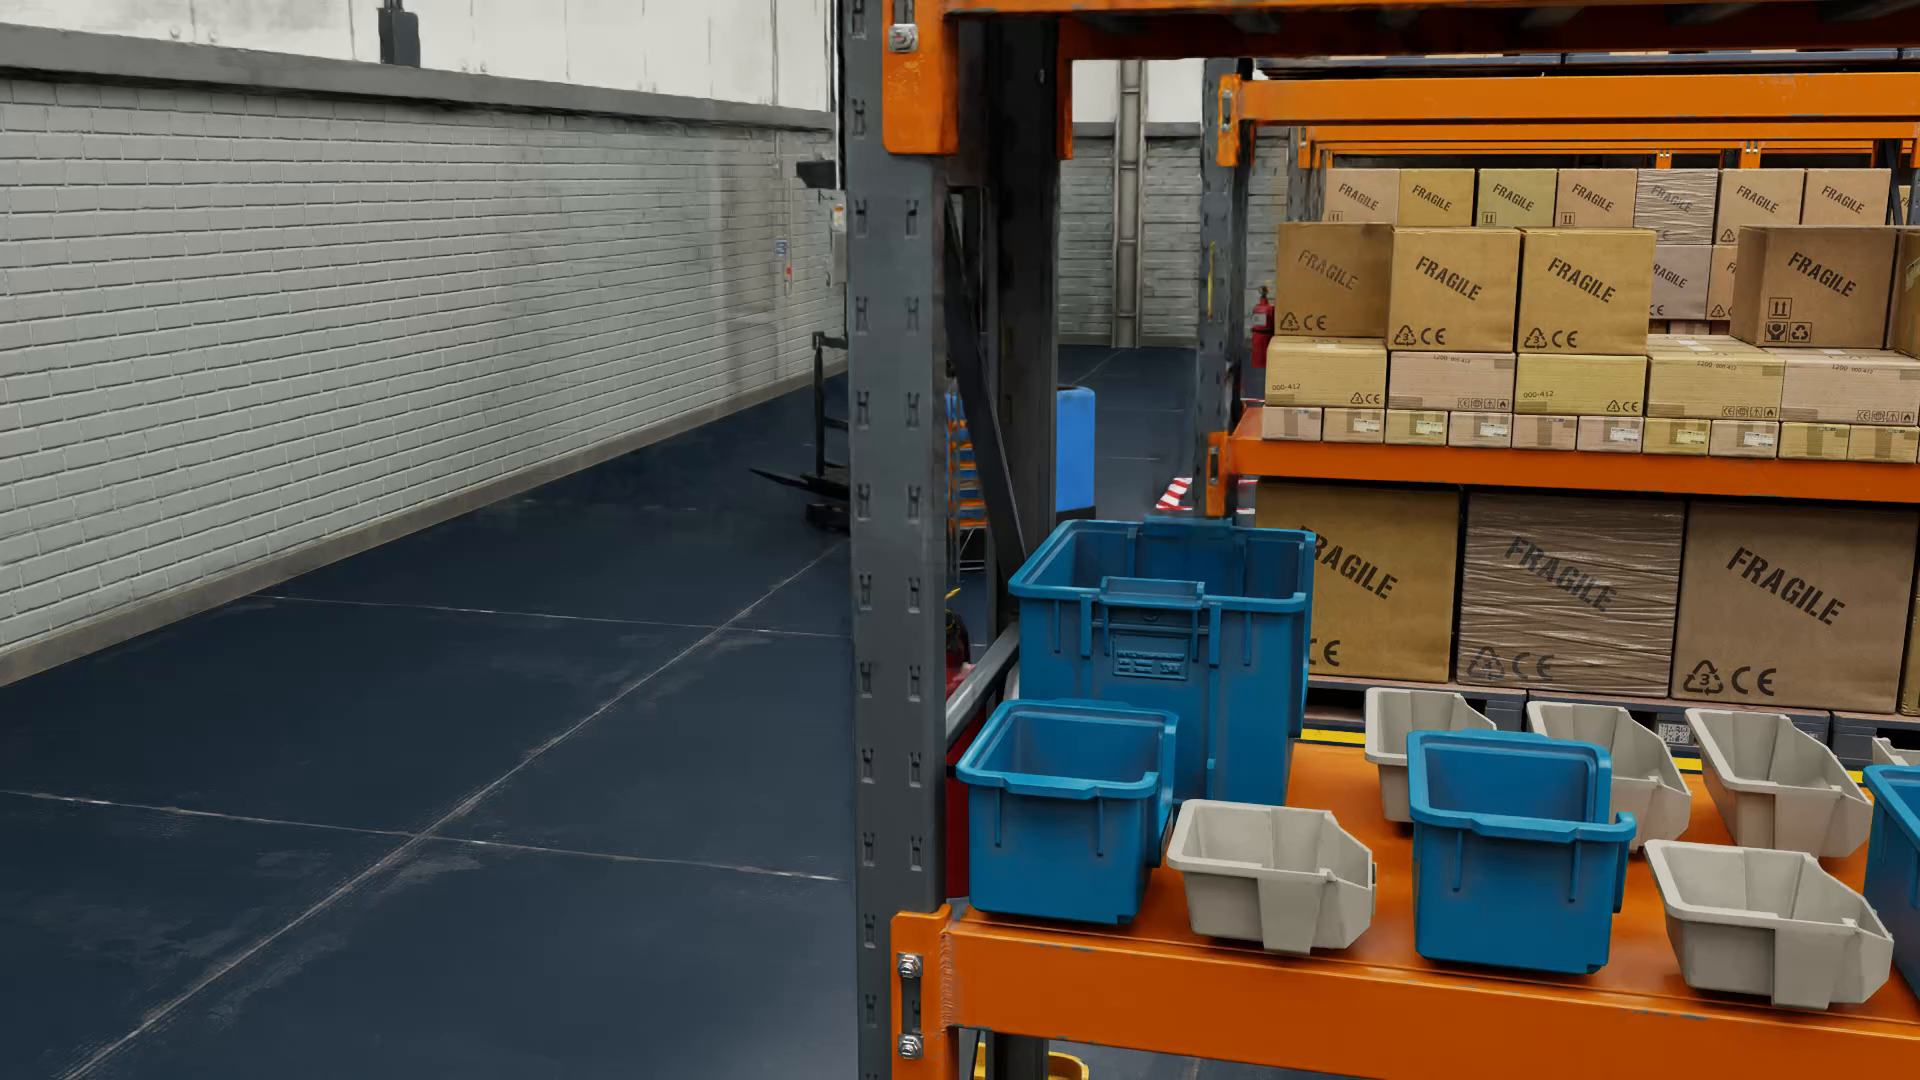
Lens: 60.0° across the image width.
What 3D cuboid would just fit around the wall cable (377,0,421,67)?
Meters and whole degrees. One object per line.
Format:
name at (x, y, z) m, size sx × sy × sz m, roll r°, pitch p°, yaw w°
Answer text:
wall cable at (-3.461, -6.267, 11.276) m, size 0.120 × 5.999 × 2.277 m, roll 3°, pitch 13°, yaw 14°

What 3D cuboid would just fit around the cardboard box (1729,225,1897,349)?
cardboard box at (3.700, -1.111, 7.246) m, size 0.500 × 0.500 × 0.500 m, roll 3°, pitch 13°, yaw 12°

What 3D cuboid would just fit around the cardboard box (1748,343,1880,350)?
cardboard box at (3.707, -0.746, 7.328) m, size 0.500 × 0.250 × 0.500 m, roll 3°, pitch 13°, yaw 15°

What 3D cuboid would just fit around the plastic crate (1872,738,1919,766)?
plastic crate at (1.698, 0.435, 2.818) m, size 0.250 × 0.136 × 0.298 m, roll 3°, pitch 13°, yaw 14°

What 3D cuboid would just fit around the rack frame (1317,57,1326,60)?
rack frame at (3.578, -5.762, 16.428) m, size 0.127 × 3.000 × 1.000 m, roll 3°, pitch 13°, yaw 14°

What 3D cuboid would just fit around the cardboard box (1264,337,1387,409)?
cardboard box at (1.605, -0.739, 7.301) m, size 0.500 × 0.250 × 0.500 m, roll 3°, pitch 13°, yaw 12°

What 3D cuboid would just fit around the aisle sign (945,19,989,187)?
aisle sign at (0.017, -1.042, 3.003) m, size 0.004 × 0.787 × 0.394 m, roll 3°, pitch 13°, yaw 14°

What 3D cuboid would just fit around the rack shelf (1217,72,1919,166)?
rack shelf at (3.145, -1.758, 6.970) m, size 4.000 × 0.370 × 1.077 m, roll 3°, pitch 13°, yaw 14°

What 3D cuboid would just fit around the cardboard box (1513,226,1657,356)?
cardboard box at (2.594, -1.054, 6.987) m, size 0.500 × 0.500 × 0.500 m, roll 3°, pitch 13°, yaw 12°

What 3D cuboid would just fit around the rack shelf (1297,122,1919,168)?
rack shelf at (4.431, -2.796, 11.647) m, size 4.000 × 0.370 × 1.077 m, roll 3°, pitch 13°, yaw 14°

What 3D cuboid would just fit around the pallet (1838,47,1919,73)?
pallet at (4.295, -2.007, 6.635) m, size 1.213 × 0.211 × 1.003 m, roll 3°, pitch 13°, yaw 14°

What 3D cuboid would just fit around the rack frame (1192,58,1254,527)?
rack frame at (1.203, -0.749, 7.685) m, size 0.127 × 3.000 × 1.000 m, roll 3°, pitch 13°, yaw 14°

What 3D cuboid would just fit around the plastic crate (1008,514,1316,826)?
plastic crate at (0.386, 0.224, 3.079) m, size 0.499 × 0.435 × 0.616 m, roll 3°, pitch 13°, yaw 14°

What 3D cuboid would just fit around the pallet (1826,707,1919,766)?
pallet at (4.367, 0.764, 7.303) m, size 1.213 × 0.211 × 1.003 m, roll 3°, pitch 13°, yaw 14°

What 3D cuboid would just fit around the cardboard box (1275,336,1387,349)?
cardboard box at (1.737, -0.852, 7.807) m, size 0.500 × 0.250 × 0.500 m, roll 3°, pitch 13°, yaw 13°

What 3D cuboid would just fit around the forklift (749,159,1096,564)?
forklift at (-0.416, -1.545, 11.431) m, size 1.130 × 2.935 × 3.031 m, roll -10°, pitch 16°, yaw -37°

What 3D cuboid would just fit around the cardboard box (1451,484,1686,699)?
cardboard box at (2.727, 0.147, 7.583) m, size 0.875 × 0.875 × 0.875 m, roll 3°, pitch 13°, yaw 14°

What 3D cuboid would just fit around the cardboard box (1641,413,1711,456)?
cardboard box at (2.962, -0.459, 6.958) m, size 0.250 × 0.149 × 0.380 m, roll 3°, pitch 13°, yaw 12°

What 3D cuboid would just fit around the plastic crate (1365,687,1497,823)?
plastic crate at (0.852, 0.396, 2.993) m, size 0.243 × 0.136 × 0.396 m, roll 3°, pitch 13°, yaw 14°

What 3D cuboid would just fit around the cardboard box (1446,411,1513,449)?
cardboard box at (2.220, -0.499, 7.138) m, size 0.250 × 0.149 × 0.380 m, roll 3°, pitch 13°, yaw 13°

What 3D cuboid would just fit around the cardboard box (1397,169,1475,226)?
cardboard box at (3.353, -2.365, 11.742) m, size 0.500 × 0.500 × 0.500 m, roll 3°, pitch 13°, yaw 15°

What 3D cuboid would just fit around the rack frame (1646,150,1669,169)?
rack frame at (8.647, -3.669, 20.848) m, size 0.127 × 3.000 × 1.000 m, roll 3°, pitch 13°, yaw 14°

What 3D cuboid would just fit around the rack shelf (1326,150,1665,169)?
rack shelf at (6.705, -4.886, 21.068) m, size 4.000 × 0.370 × 1.077 m, roll 3°, pitch 13°, yaw 14°

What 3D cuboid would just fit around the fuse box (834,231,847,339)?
fuse box at (-1.258, -2.926, 20.471) m, size 0.414 × 1.711 × 0.539 m, roll 3°, pitch 13°, yaw 14°

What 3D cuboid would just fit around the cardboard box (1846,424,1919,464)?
cardboard box at (3.713, -0.419, 6.777) m, size 0.250 × 0.149 × 0.380 m, roll 3°, pitch 13°, yaw 15°

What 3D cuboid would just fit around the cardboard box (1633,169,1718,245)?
cardboard box at (4.855, -2.284, 11.378) m, size 0.500 × 0.500 × 0.500 m, roll 3°, pitch 13°, yaw 15°

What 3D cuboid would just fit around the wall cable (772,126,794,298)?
wall cable at (-1.902, -3.632, 18.261) m, size 0.123 × 1.953 × 0.585 m, roll 3°, pitch 13°, yaw 14°

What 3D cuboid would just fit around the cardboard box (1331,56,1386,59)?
cardboard box at (2.863, -3.344, 11.648) m, size 0.500 × 0.250 × 0.500 m, roll 3°, pitch 13°, yaw 14°

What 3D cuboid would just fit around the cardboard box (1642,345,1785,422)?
cardboard box at (3.106, -0.661, 6.947) m, size 0.500 × 0.250 × 0.500 m, roll 3°, pitch 13°, yaw 12°

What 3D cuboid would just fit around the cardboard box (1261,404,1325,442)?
cardboard box at (1.469, -0.539, 7.316) m, size 0.250 × 0.149 × 0.380 m, roll 3°, pitch 13°, yaw 14°

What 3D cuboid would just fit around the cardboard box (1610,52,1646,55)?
cardboard box at (4.340, -3.263, 11.283) m, size 0.500 × 0.250 × 0.500 m, roll 3°, pitch 13°, yaw 11°

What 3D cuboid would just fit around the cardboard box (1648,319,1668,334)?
cardboard box at (4.769, -1.490, 11.604) m, size 0.250 × 0.149 × 0.380 m, roll 3°, pitch 13°, yaw 13°

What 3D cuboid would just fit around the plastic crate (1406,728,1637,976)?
plastic crate at (0.816, 0.461, 2.478) m, size 0.300 × 0.233 × 0.416 m, roll 3°, pitch 13°, yaw 14°

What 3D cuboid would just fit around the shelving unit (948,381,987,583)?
shelving unit at (0.074, -0.353, 10.057) m, size 0.258 × 1.200 × 0.189 m, roll -3°, pitch 13°, yaw -12°

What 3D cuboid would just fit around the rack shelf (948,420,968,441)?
rack shelf at (0.074, -0.662, 9.988) m, size 0.258 × 0.103 × 0.180 m, roll -3°, pitch 13°, yaw -12°

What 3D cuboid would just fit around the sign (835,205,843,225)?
sign at (-1.472, -3.957, 20.238) m, size 0.001 × 0.242 × 0.339 m, roll 3°, pitch 13°, yaw 14°

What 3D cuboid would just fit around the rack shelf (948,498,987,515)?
rack shelf at (0.074, -0.193, 10.092) m, size 0.258 × 0.103 × 0.180 m, roll -3°, pitch 13°, yaw -12°

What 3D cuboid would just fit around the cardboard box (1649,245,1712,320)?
cardboard box at (4.849, -1.792, 11.469) m, size 0.500 × 0.500 × 0.500 m, roll 3°, pitch 13°, yaw 13°

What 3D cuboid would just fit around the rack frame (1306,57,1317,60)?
rack frame at (2.490, -4.716, 11.712) m, size 0.127 × 3.000 × 1.000 m, roll 3°, pitch 13°, yaw 14°
